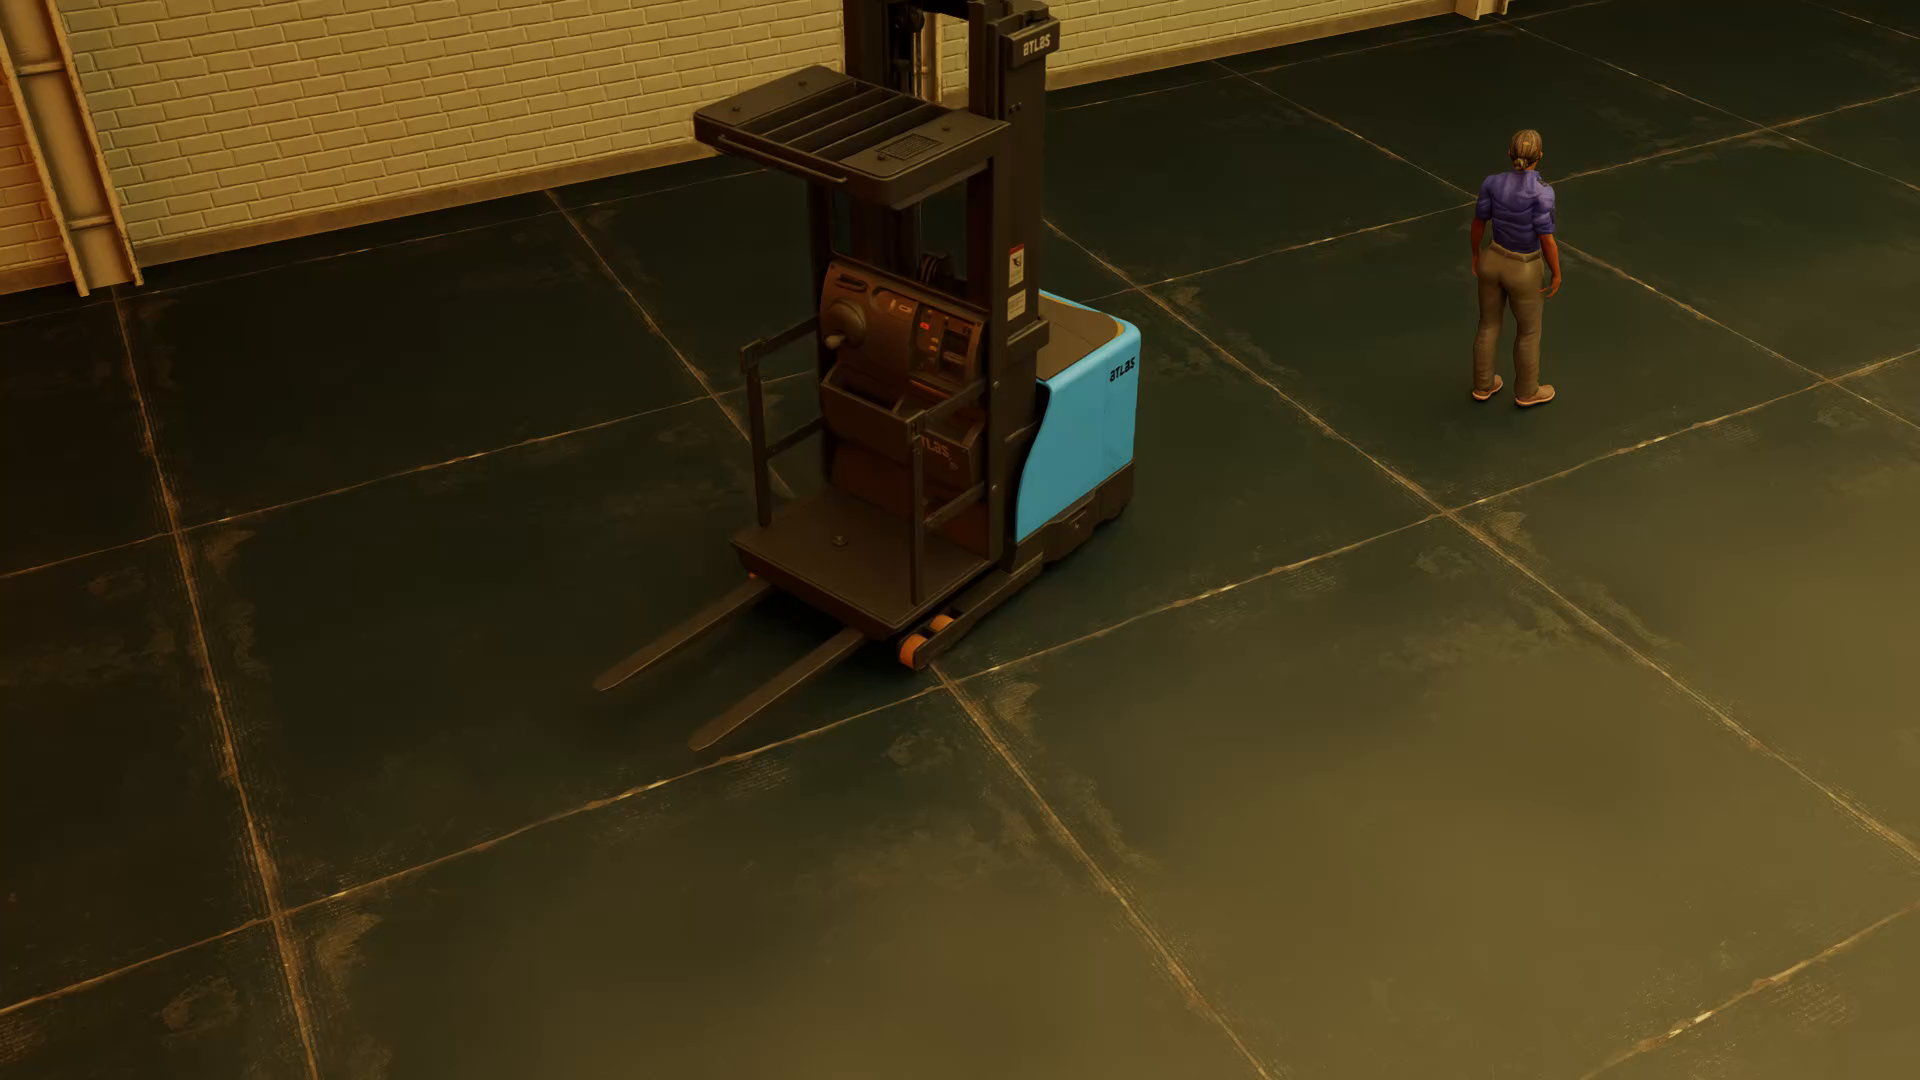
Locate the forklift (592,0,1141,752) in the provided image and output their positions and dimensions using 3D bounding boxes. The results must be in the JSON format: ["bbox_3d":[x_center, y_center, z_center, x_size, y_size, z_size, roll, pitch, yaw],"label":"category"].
[{"bbox_3d":[-0.405,-0.916,7.419,1.130,2.935,3.031,26,43,31],"label":"forklift"}]

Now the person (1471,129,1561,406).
[{"bbox_3d":[3.170,-1.545,9.401,0.503,1.656,0.569,-30,45,-35],"label":"person"}]
